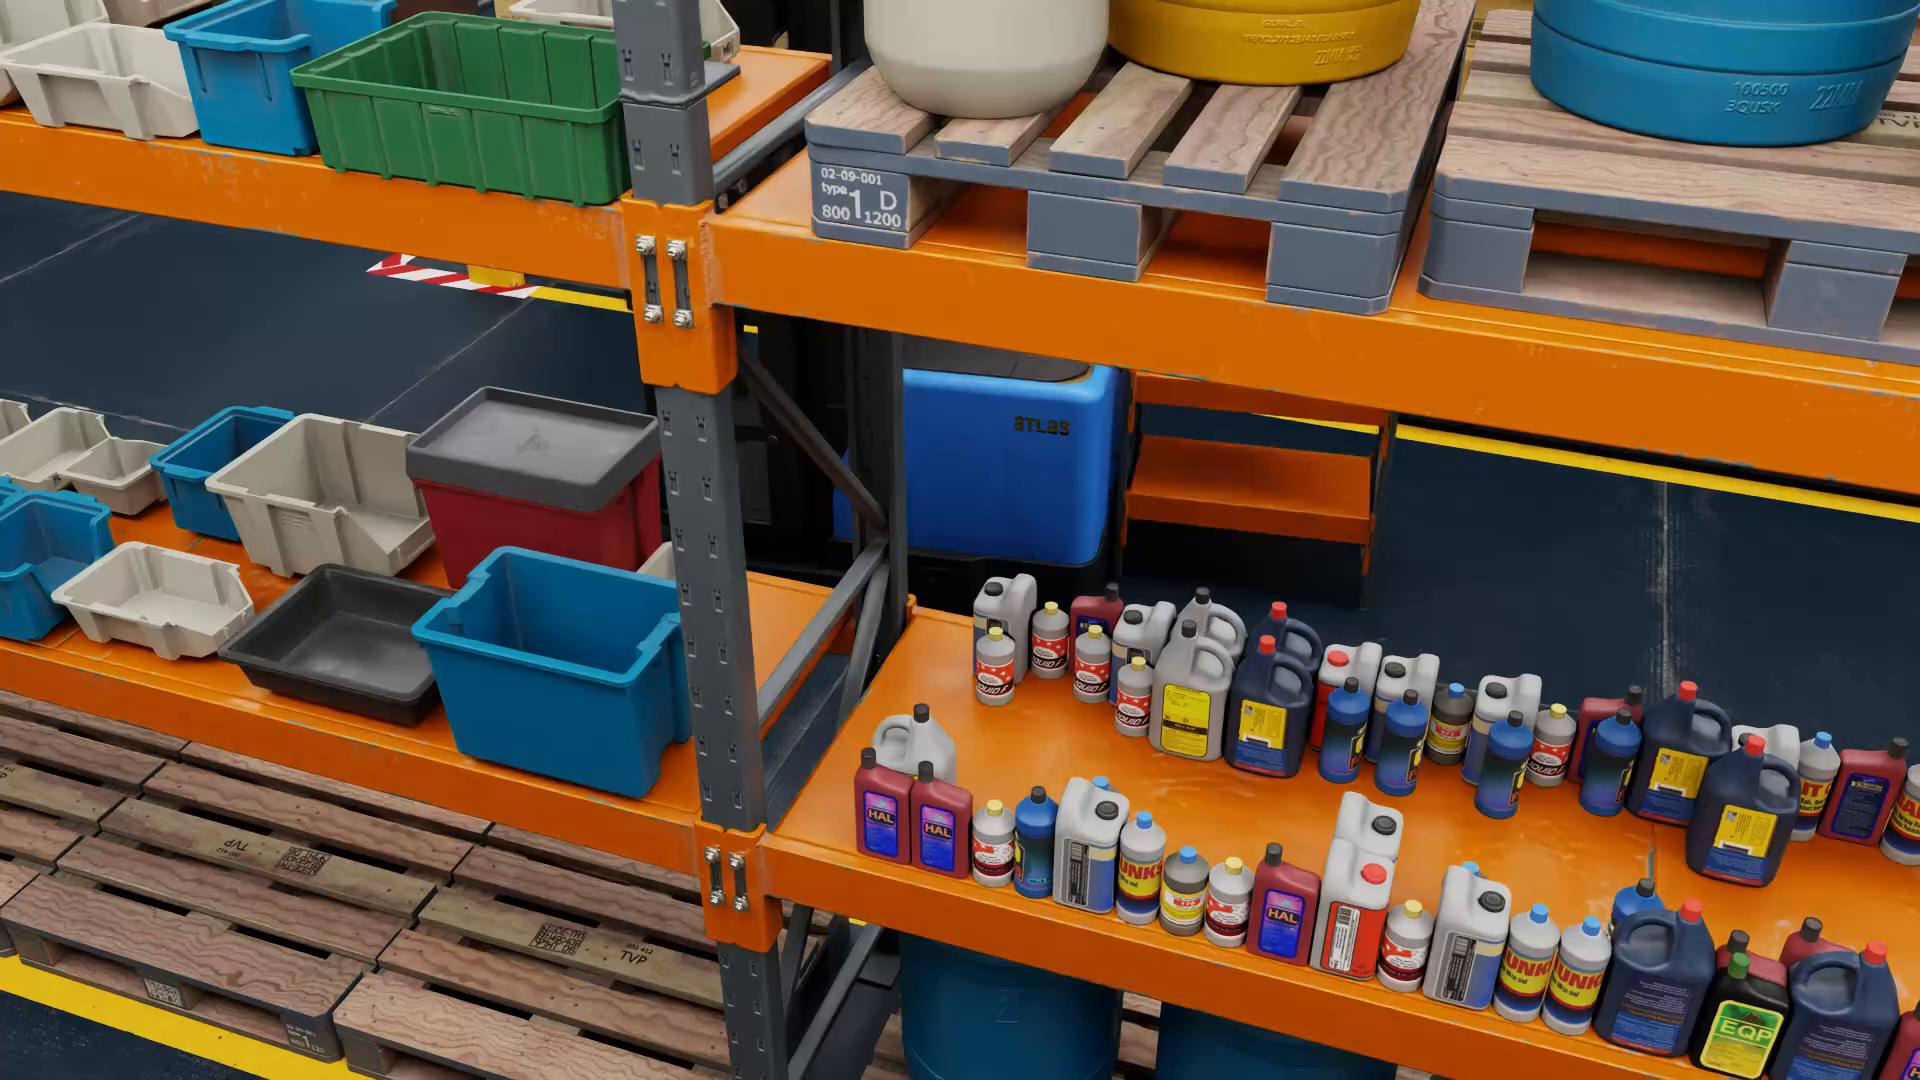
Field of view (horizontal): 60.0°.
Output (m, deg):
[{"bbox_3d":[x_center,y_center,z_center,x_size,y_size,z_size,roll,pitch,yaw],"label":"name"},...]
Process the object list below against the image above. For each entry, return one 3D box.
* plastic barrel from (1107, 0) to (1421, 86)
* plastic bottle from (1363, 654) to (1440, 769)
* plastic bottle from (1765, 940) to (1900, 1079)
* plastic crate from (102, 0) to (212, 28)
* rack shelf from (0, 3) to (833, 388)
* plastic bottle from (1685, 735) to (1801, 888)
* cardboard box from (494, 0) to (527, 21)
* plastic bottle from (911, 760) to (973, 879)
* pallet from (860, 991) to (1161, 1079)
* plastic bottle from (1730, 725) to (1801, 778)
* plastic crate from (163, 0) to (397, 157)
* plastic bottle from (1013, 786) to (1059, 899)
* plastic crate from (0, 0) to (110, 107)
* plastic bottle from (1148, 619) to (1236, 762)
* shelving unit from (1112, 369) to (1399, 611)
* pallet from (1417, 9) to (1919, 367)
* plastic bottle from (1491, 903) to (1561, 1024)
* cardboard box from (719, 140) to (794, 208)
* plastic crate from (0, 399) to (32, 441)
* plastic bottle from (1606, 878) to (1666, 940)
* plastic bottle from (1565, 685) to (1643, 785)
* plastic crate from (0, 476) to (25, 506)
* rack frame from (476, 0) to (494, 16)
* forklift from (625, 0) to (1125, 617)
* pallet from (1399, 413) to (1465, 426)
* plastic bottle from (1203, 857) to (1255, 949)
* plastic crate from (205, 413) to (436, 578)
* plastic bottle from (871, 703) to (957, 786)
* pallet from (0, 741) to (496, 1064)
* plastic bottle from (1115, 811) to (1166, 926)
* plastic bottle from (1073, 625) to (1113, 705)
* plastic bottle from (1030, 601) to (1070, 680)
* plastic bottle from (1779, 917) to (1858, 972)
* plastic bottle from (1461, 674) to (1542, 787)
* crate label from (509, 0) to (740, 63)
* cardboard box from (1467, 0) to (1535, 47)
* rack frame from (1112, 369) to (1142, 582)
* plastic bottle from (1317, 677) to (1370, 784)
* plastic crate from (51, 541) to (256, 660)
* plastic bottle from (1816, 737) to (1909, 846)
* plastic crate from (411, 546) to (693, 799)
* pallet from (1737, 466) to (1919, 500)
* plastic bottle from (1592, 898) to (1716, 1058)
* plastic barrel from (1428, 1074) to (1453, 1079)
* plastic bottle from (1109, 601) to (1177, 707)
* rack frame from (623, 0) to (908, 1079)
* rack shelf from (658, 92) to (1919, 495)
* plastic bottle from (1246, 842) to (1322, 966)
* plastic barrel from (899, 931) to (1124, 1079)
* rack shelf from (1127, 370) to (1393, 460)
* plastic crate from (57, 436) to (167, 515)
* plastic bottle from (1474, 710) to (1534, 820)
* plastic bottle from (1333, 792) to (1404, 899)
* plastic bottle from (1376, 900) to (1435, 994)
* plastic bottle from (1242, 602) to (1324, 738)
[{"bbox_3d":[0.561,-1.200,3.017,0.600,0.588,0.600,0,33,0],"label":"plastic barrel"},{"bbox_3d":[1.059,0.396,3.986,0.135,0.276,0.152,11,34,16],"label":"plastic bottle"},{"bbox_3d":[1.663,0.890,3.152,0.185,0.351,0.144,11,34,16],"label":"plastic bottle"},{"bbox_3d":[-2.103,-1.377,4.095,0.530,0.136,0.437,11,34,16],"label":"plastic crate"},{"bbox_3d":[-2.249,-1.071,4.042,4.000,0.370,1.077,11,34,16],"label":"rack shelf"},{"bbox_3d":[1.722,0.578,3.634,0.185,0.351,0.144,11,34,16],"label":"plastic bottle"},{"bbox_3d":[-2.100,-2.845,8.755,0.500,0.250,0.500,10,34,15],"label":"cardboard box"},{"bbox_3d":[-0.040,0.611,3.646,0.133,0.283,0.061,11,34,16],"label":"plastic bottle"},{"bbox_3d":[0.346,1.587,4.598,1.213,0.211,1.003,11,34,16],"label":"pallet"},{"bbox_3d":[1.795,0.539,3.765,0.135,0.276,0.152,11,34,16],"label":"plastic bottle"},{"bbox_3d":[-1.331,-0.941,3.331,0.300,0.233,0.416,11,34,16],"label":"plastic crate"},{"bbox_3d":[0.167,0.646,3.603,0.097,0.271,0.097,0,33,0],"label":"plastic bottle"},{"bbox_3d":[-2.150,-1.127,3.573,0.530,0.282,0.437,11,34,16],"label":"plastic crate"},{"bbox_3d":[0.561,0.348,3.991,0.185,0.351,0.144,11,34,16],"label":"plastic bottle"},{"bbox_3d":[1.204,-0.373,6.790,1.048,1.125,0.538,7,33,10],"label":"shelving unit"},{"bbox_3d":[1.473,-0.629,2.867,1.213,0.211,1.003,11,34,16],"label":"pallet"},{"bbox_3d":[1.131,0.833,3.313,0.097,0.271,0.097,0,33,0],"label":"plastic bottle"},{"bbox_3d":[-0.975,-2.049,9.230,0.875,0.875,0.875,11,34,16],"label":"cardboard box"},{"bbox_3d":[-3.035,-0.277,5.101,0.243,0.136,0.396,11,34,16],"label":"plastic crate"},{"bbox_3d":[1.363,0.795,3.372,0.097,0.271,0.097,0,33,0],"label":"plastic bottle"},{"bbox_3d":[1.510,0.454,3.889,0.133,0.283,0.061,11,34,16],"label":"plastic bottle"},{"bbox_3d":[-2.771,0.020,4.553,0.300,0.233,0.416,11,34,16],"label":"plastic crate"},{"bbox_3d":[-2.461,-3.008,9.144,0.127,3.000,1.000,11,34,16],"label":"rack frame"},{"bbox_3d":[-0.842,-1.302,6.564,3.031,2.935,1.130,7,33,10],"label":"forklift"},{"bbox_3d":[2.056,-1.002,8.608,1.213,0.211,1.003,11,34,16],"label":"pallet"},{"bbox_3d":[0.568,0.753,3.501,0.097,0.201,0.097,0,33,0],"label":"plastic bottle"},{"bbox_3d":[-1.742,-0.096,4.688,0.530,0.282,0.437,11,34,16],"label":"plastic crate"},{"bbox_3d":[-0.106,0.511,3.739,0.185,0.351,0.144,11,34,16],"label":"plastic bottle"},{"bbox_3d":[-2.224,1.087,5.372,1.213,0.211,1.003,11,34,16],"label":"pallet"},{"bbox_3d":[0.385,0.688,3.537,0.097,0.271,0.097,0,33,0],"label":"plastic bottle"},{"bbox_3d":[0.337,0.306,4.194,0.097,0.201,0.097,0,33,0],"label":"plastic bottle"},{"bbox_3d":[0.232,0.250,4.280,0.097,0.201,0.097,0,33,0],"label":"plastic bottle"},{"bbox_3d":[1.673,0.861,3.259,0.133,0.283,0.061,11,34,16],"label":"plastic bottle"},{"bbox_3d":[1.277,0.438,3.921,0.135,0.276,0.152,11,34,16],"label":"plastic bottle"},{"bbox_3d":[-0.730,-1.134,3.718,0.466,0.136,0.293,11,34,16],"label":"crate label"},{"bbox_3d":[2.551,-2.496,7.333,0.637,0.503,0.797,11,35,17],"label":"cardboard box"},{"bbox_3d":[0.707,-0.430,6.879,0.032,1.125,0.500,7,33,10],"label":"rack frame"},{"bbox_3d":[0.908,0.440,3.922,0.097,0.271,0.097,0,33,0],"label":"plastic bottle"},{"bbox_3d":[-2.107,0.173,4.404,0.466,0.136,0.293,11,34,16],"label":"plastic crate"},{"bbox_3d":[2.028,0.555,3.733,0.133,0.283,0.061,11,34,16],"label":"plastic bottle"},{"bbox_3d":[-0.921,0.323,3.944,0.575,0.384,0.392,11,34,16],"label":"plastic crate"},{"bbox_3d":[4.353,-0.556,7.916,1.213,0.211,1.003,11,34,16],"label":"pallet"},{"bbox_3d":[1.363,0.831,3.242,0.185,0.351,0.144,11,34,16],"label":"plastic bottle"},{"bbox_3d":[1.308,1.508,4.055,0.421,0.512,0.421,0,33,0],"label":"plastic barrel"},{"bbox_3d":[0.458,0.279,4.167,0.135,0.276,0.152,11,34,16],"label":"plastic bottle"},{"bbox_3d":[-0.366,0.253,4.093,0.127,3.000,1.000,11,34,16],"label":"rack frame"},{"bbox_3d":[1.516,-0.339,2.908,4.000,0.370,1.077,11,34,16],"label":"rack shelf"},{"bbox_3d":[0.671,0.749,3.432,0.133,0.283,0.061,11,34,16],"label":"plastic bottle"},{"bbox_3d":[0.140,1.066,4.381,0.708,0.901,0.600,11,34,16],"label":"plastic barrel"},{"bbox_3d":[1.204,-0.618,6.631,1.000,0.278,0.538,7,33,10],"label":"rack shelf"},{"bbox_3d":[-2.480,-0.193,4.972,0.250,0.136,0.298,11,34,16],"label":"plastic crate"},{"bbox_3d":[1.253,0.507,3.818,0.097,0.271,0.097,0,33,0],"label":"plastic bottle"},{"bbox_3d":[0.864,0.676,3.552,0.135,0.276,0.152,11,34,16],"label":"plastic bottle"},{"bbox_3d":[0.912,0.820,3.398,0.097,0.201,0.097,0,33,0],"label":"plastic bottle"},{"bbox_3d":[0.783,0.308,4.053,0.185,0.351,0.144,11,34,16],"label":"plastic bottle"}]
